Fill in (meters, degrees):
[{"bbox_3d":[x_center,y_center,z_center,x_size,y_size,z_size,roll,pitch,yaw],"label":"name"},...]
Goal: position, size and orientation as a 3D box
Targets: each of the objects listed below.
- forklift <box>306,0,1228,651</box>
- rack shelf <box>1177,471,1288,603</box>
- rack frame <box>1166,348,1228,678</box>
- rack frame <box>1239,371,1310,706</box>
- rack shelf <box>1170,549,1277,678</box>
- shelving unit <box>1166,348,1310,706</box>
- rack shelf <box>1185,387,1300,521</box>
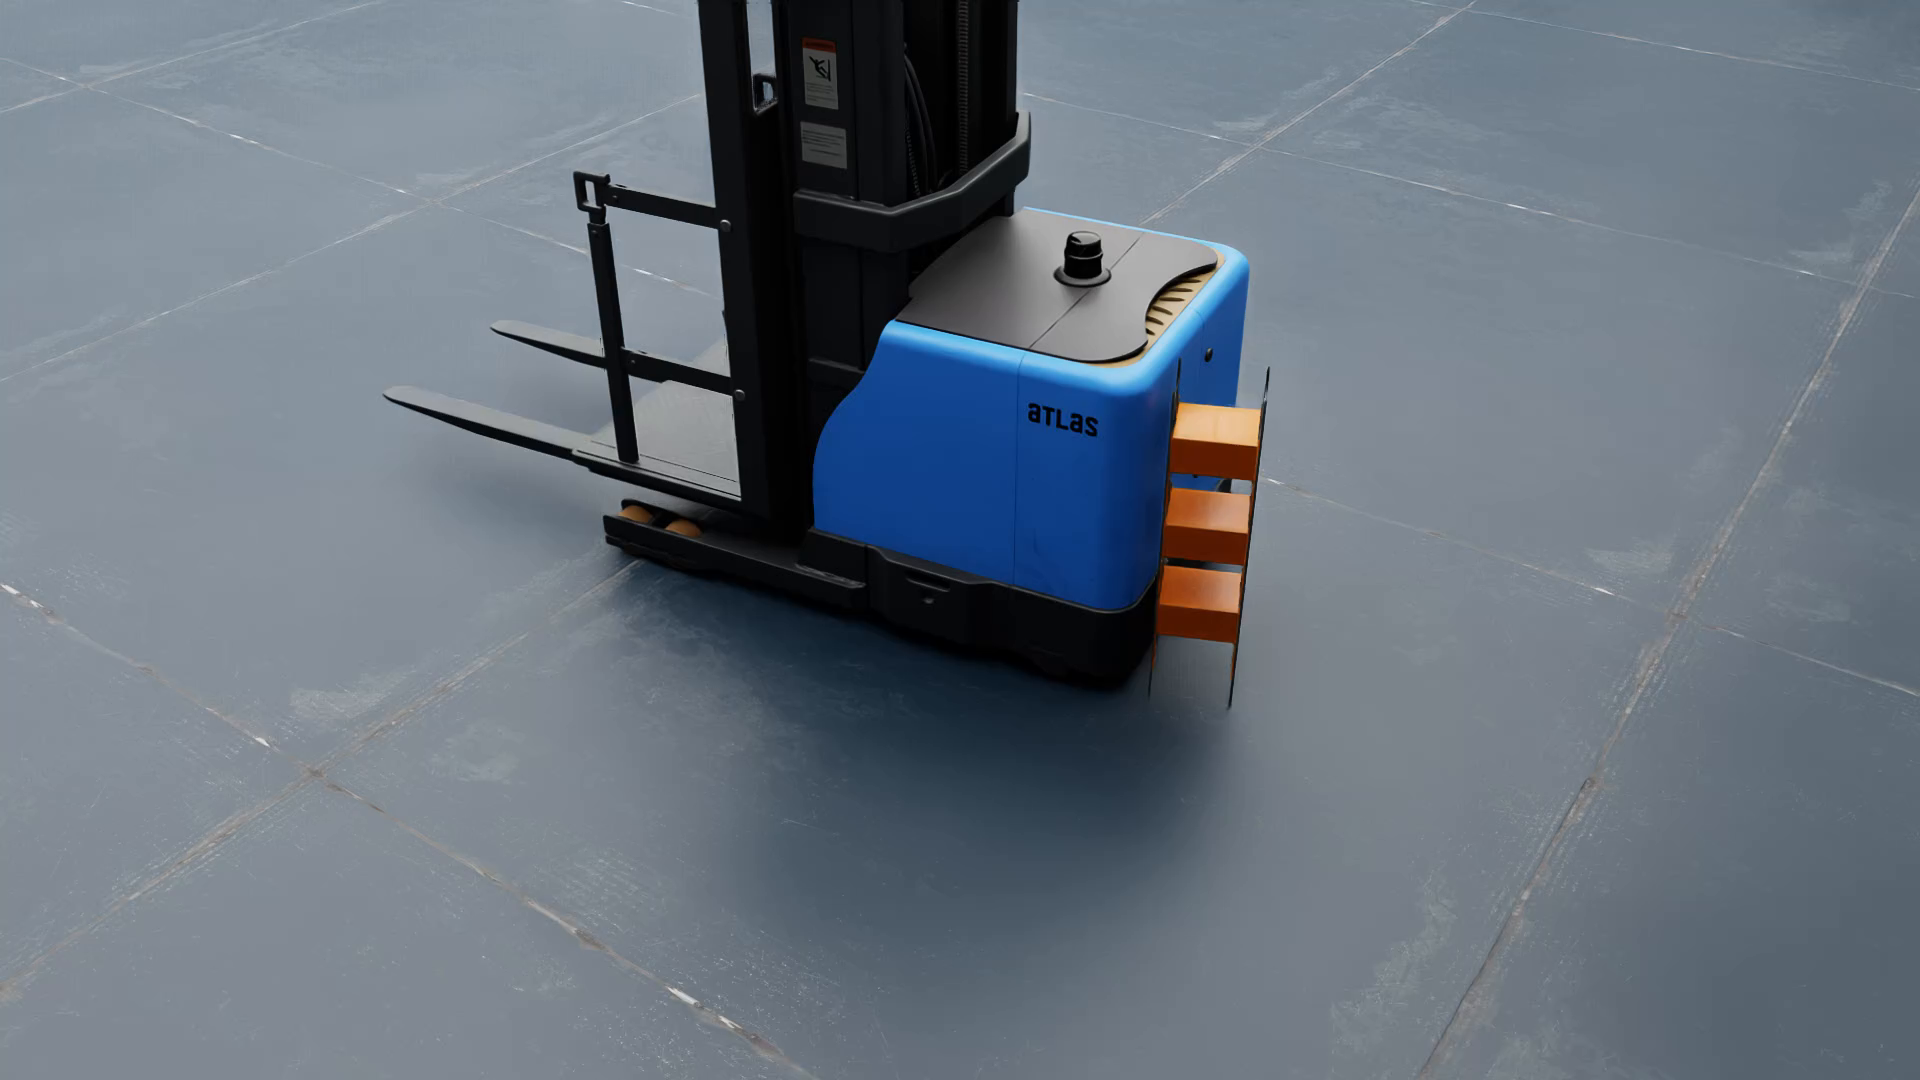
[{"bbox_3d":[-0.690,-1.274,5.018,3.031,2.935,1.130,6,35,9],"label":"forklift"},{"bbox_3d":[0.797,-0.011,4.846,0.240,0.259,0.215,20,39,26],"label":"rack shelf"},{"bbox_3d":[0.694,-0.057,4.894,0.008,1.050,0.200,20,39,26],"label":"rack frame"},{"bbox_3d":[0.900,0.018,4.786,0.008,1.050,0.200,20,39,26],"label":"rack frame"},{"bbox_3d":[0.796,0.219,5.003,0.240,0.259,0.215,20,39,26],"label":"rack shelf"},{"bbox_3d":[0.797,-0.019,4.840,0.252,1.050,0.215,20,39,26],"label":"shelving unit"},{"bbox_3d":[0.799,-0.245,4.686,0.240,0.259,0.215,20,39,26],"label":"rack shelf"}]
